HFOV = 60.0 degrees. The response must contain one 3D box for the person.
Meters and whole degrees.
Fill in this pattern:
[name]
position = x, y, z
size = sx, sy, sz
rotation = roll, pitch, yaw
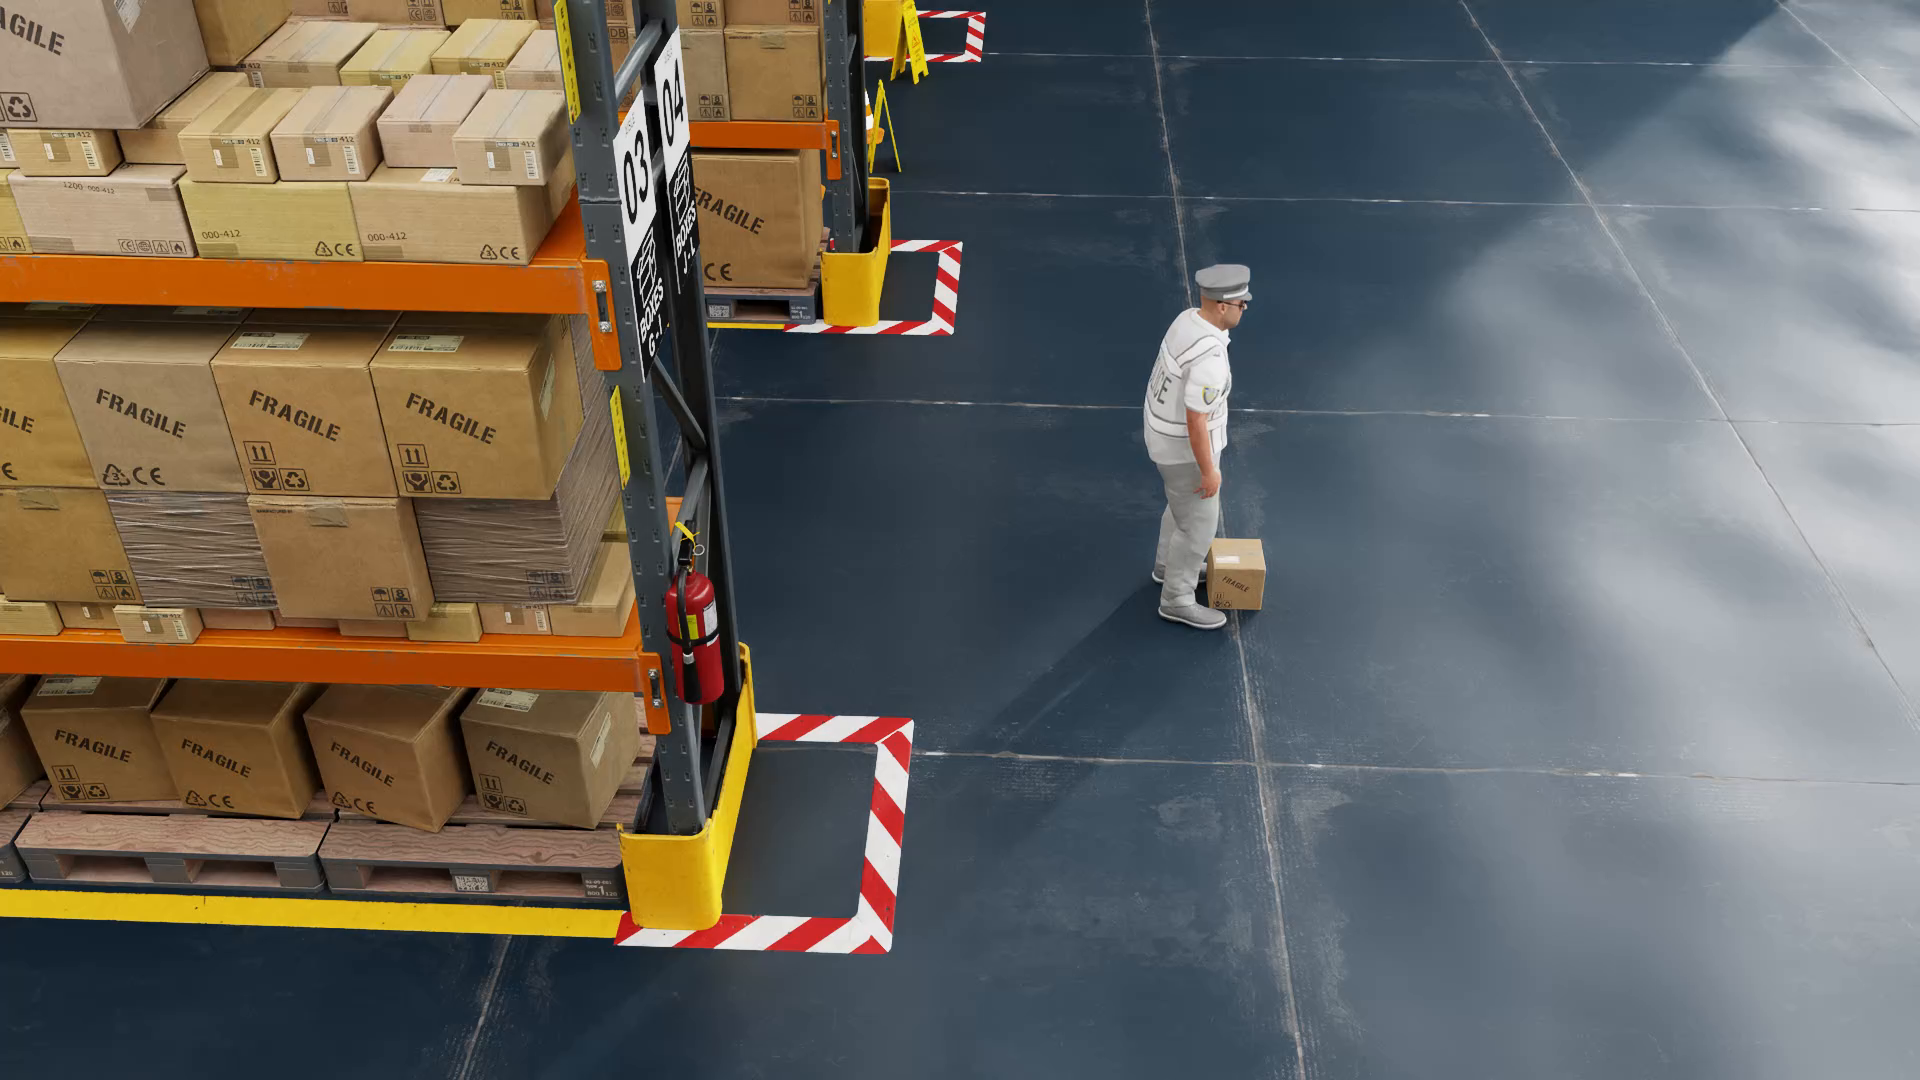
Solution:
[person]
position = 1.075, -0.450, 7.742
size = 0.436, 1.747, 0.606
rotation = -1, 35, -1
